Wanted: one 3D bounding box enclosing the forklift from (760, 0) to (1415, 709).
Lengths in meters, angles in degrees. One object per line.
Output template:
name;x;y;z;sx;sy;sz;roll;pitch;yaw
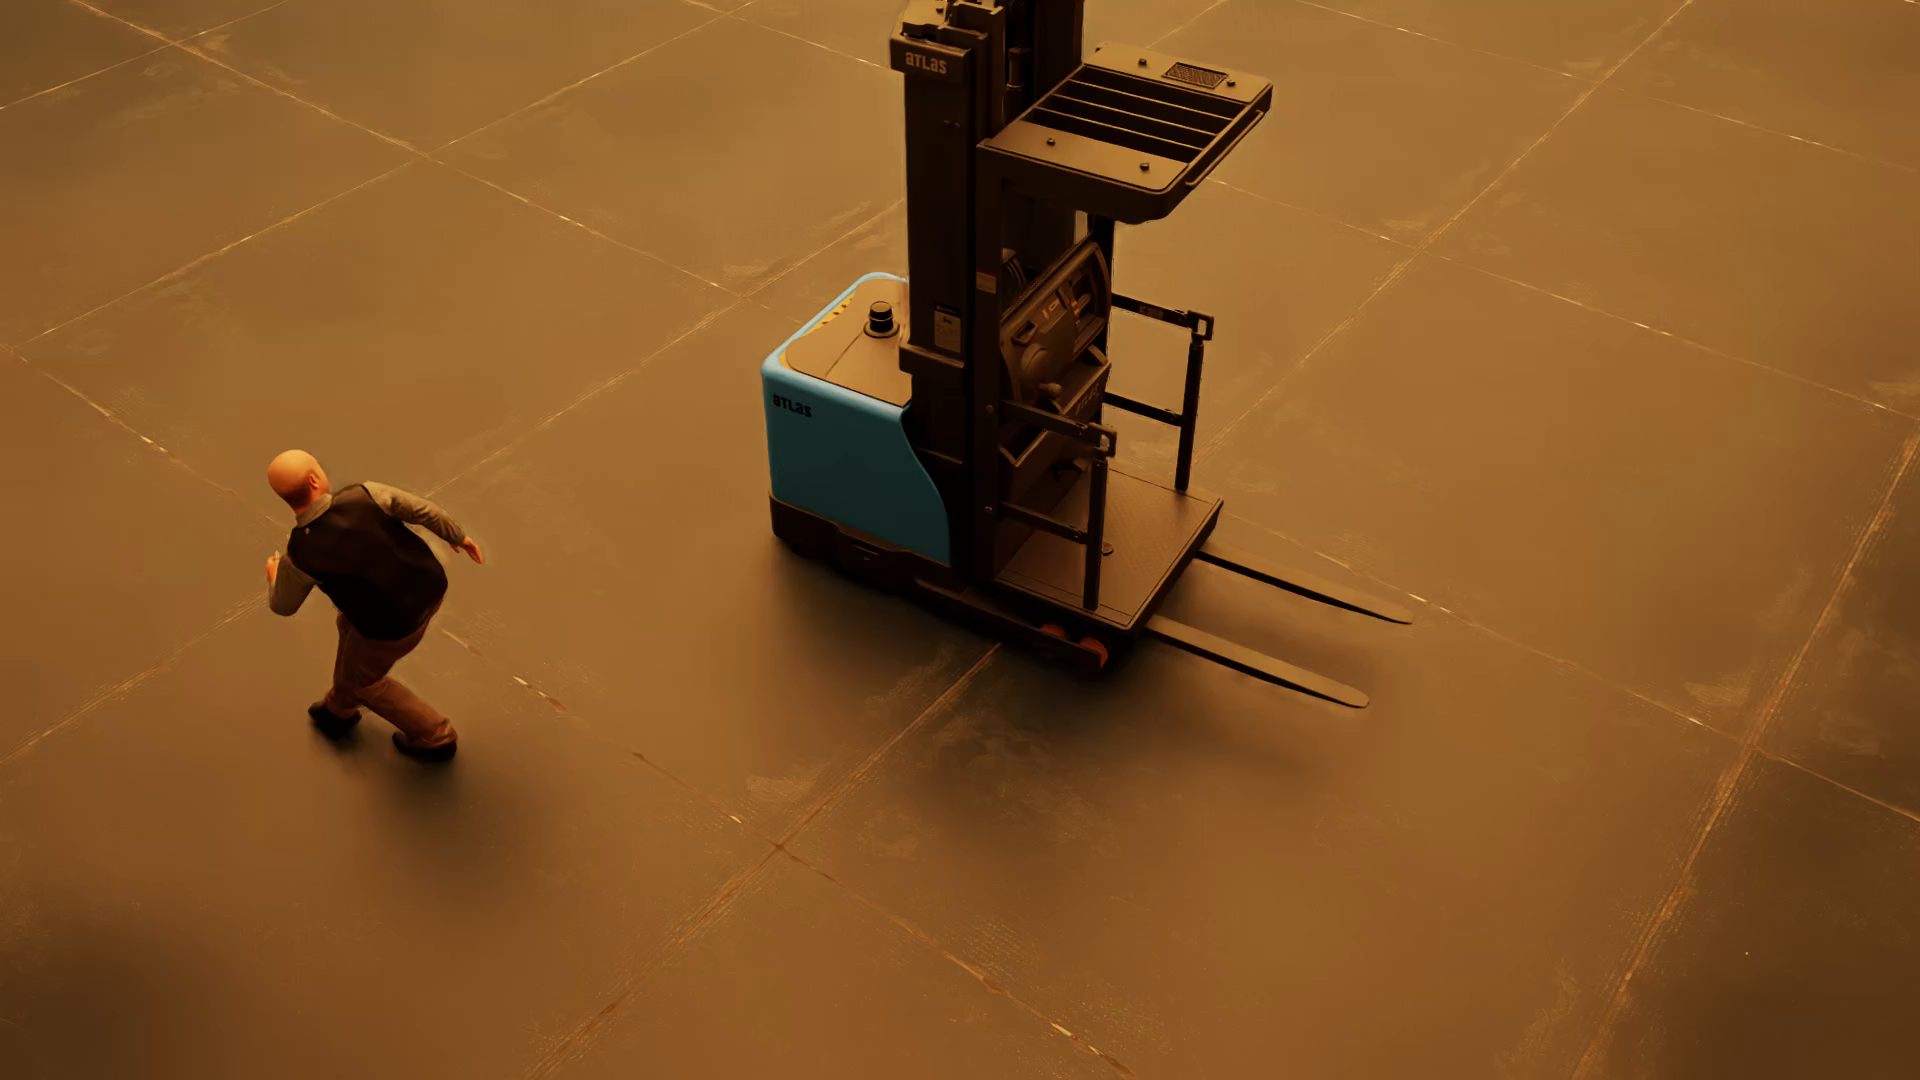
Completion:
forklift;0.597;-0.902;7.132;3.031;2.935;1.130;21;45;22

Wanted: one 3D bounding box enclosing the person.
person;-2.494;0.197;6.912;0.762;1.567;0.748;16;43;18
